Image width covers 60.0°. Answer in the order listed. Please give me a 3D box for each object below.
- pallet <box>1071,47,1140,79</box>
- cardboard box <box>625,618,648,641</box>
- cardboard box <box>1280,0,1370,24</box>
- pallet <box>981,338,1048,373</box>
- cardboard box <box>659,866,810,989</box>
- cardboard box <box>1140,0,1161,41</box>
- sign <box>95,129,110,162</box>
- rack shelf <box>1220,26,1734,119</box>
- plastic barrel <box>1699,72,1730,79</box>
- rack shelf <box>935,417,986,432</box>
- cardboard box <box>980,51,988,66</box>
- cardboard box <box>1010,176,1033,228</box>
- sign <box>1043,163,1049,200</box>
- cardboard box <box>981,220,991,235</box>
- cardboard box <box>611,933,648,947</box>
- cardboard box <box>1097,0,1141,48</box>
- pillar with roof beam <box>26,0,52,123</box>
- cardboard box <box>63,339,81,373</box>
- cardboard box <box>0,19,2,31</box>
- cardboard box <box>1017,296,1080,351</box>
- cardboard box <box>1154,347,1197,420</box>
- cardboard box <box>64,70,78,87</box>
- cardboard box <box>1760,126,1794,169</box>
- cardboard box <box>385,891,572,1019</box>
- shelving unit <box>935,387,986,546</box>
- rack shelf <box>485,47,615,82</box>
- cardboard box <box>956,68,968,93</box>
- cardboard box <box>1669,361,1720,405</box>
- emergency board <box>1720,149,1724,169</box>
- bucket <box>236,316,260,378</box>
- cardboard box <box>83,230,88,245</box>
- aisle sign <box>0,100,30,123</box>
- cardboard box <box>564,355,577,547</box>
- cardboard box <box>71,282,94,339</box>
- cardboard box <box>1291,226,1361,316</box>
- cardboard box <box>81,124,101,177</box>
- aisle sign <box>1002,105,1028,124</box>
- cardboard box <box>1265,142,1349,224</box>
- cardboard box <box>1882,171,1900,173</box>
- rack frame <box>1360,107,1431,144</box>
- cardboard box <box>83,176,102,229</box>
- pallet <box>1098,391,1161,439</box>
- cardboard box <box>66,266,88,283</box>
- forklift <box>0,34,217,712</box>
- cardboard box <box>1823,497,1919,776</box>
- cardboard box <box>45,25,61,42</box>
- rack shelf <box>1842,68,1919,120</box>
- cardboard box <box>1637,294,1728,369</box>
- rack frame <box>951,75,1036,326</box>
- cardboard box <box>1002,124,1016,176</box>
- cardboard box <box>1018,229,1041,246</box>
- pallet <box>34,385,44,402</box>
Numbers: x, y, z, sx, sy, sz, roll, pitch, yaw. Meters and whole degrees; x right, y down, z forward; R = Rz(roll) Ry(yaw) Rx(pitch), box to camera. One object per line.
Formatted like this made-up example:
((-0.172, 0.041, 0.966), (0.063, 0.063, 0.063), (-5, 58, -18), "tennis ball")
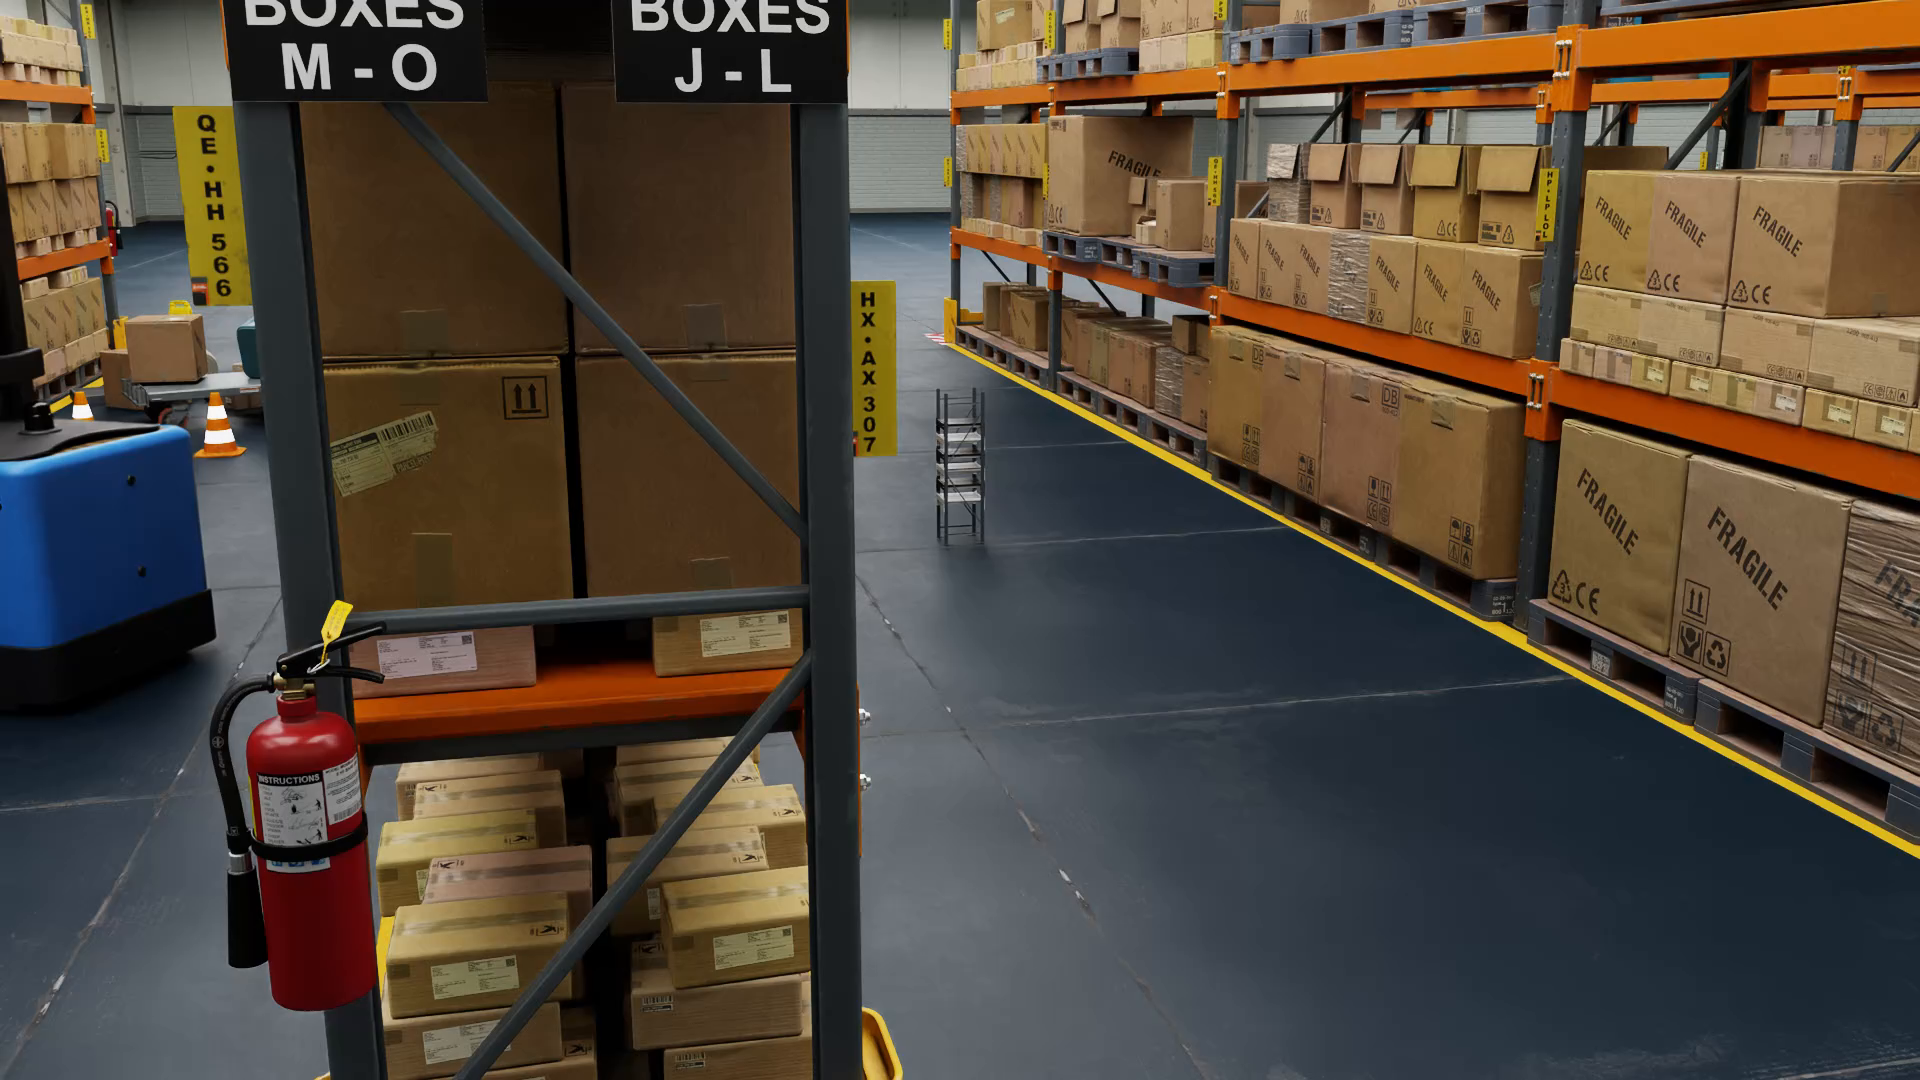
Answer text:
((1.620, -3.864, 13.497), (1.213, 0.211, 1.003), (-3, 14, -13), "pallet")
((-0.552, 0.109, 3.691), (0.380, 0.149, 0.250), (-3, 14, -11), "cardboard box")
((2.485, -3.537, 10.662), (0.797, 0.503, 0.637), (-2, 14, -10), "cardboard box")
((0.850, -1.966, 17.528), (1.003, 0.211, 1.213), (-3, 14, -13), "pallet")
((-0.487, 0.888, 3.839), (0.380, 0.149, 0.250), (-4, 14, -16), "cardboard box")
((1.684, -4.040, 12.558), (0.500, 0.500, 0.500), (-3, 14, -12), "cardboard box")
((-8.696, -3.998, 16.865), (0.100, 0.325, 0.005), (-3, 14, -13), "sign")
((2.742, -2.609, 9.480), (1.077, 0.370, 4.000), (-3, 14, -13), "rack shelf")
((6.785, -4.455, 14.465), (0.600, 0.901, 0.708), (-3, 14, -13), "plastic barrel")
((0.002, -0.665, 9.756), (0.258, 0.077, 0.200), (-3, 14, -13), "rack shelf")
((0.427, -5.070, 17.514), (0.380, 0.149, 0.250), (-3, 14, -13), "cardboard box")
((0.988, -3.413, 16.738), (0.875, 0.500, 0.500), (-3, 14, -13), "cardboard box")
((0.807, -3.274, 15.183), (0.100, 0.325, 0.005), (-3, 14, -13), "sign")
((0.443, -3.375, 17.951), (0.380, 0.149, 0.250), (-3, 14, -13), "cardboard box")
((-0.721, 0.920, 4.338), (0.380, 0.149, 0.250), (-3, 14, -12), "cardboard box")
((1.569, -4.265, 13.643), (0.797, 0.503, 0.637), (-3, 14, -11), "cardboard box")
((-16.228, -11.458, 37.866), (9.100, 9.000, 0.400), (-3, 14, -13), "pillar with roof beam")
((-8.546, -1.712, 15.523), (0.500, 0.250, 0.500), (-4, 14, -15), "cardboard box")
((-8.235, -4.328, 13.851), (0.380, 0.149, 0.250), (-3, 14, -14), "cardboard box")
((0.913, -2.240, 17.158), (0.500, 0.500, 0.500), (-5, 14, -18), "cardboard box")
((1.952, -1.243, 13.033), (0.700, 0.500, 0.500), (-5, 14, -18), "cardboard box")
((-8.794, -4.468, 16.106), (0.380, 0.149, 0.250), (-3, 14, -13), "cardboard box")
((10.262, -4.796, 20.295), (0.700, 0.500, 0.500), (-4, 14, -15), "cardboard box")
((-1.065, 0.920, 3.709), (0.380, 0.149, 0.250), (-3, 14, -13), "cardboard box")
((0.002, -0.435, 9.813), (0.258, 0.900, 0.210), (-3, 14, -13), "shelving unit")
((-2.103, -2.356, 8.444), (1.077, 0.370, 4.000), (-3, 14, -13), "rack shelf")
((0.255, -5.067, 18.341), (0.500, 0.250, 0.500), (-3, 14, -12), "cardboard box")
((3.145, -0.649, 6.792), (0.380, 0.149, 0.250), (-4, 14, -15), "cardboard box")
((13.890, -6.479, 30.128), (0.194, 1.169, 0.643), (-3, 14, -13), "emergency board")
((-5.785, -1.683, 14.191), (0.726, 0.611, 0.620), (2, 24, 6), "bucket")
((-8.737, -2.947, 16.197), (0.380, 0.149, 0.250), (-4, 14, -14), "cardboard box")
((-9.556, -4.516, 16.612), (0.394, 0.787, 0.004), (-3, 14, -13), "aisle sign")
((-1.166, -0.265, 3.855), (0.500, 0.500, 0.500), (-4, 14, -14), "cardboard box")
((-8.672, -2.198, 15.931), (0.500, 0.500, 0.500), (-3, 14, -11), "cardboard box")
((2.369, -1.647, 10.137), (0.500, 0.500, 0.500), (-4, 14, -14), "cardboard box")
((-8.908, -3.829, 16.334), (0.700, 0.500, 0.500), (-4, 14, -15), "cardboard box")
((0.670, -5.102, 19.012), (0.394, 0.787, 0.004), (-3, 14, -13), "aisle sign")
((2.428, -2.329, 10.814), (0.797, 0.503, 0.637), (-3, 14, -11), "cardboard box")
((10.508, -4.029, 18.521), (0.380, 0.149, 0.250), (-3, 14, -13), "cardboard box")
((5.207, -4.084, 20.324), (1.000, 3.000, 0.127), (-3, 14, -13), "rack frame")
((-8.844, -3.339, 16.436), (0.500, 0.500, 0.500), (-4, 14, -14), "cardboard box")
((1.807, -1.069, 13.858), (1.003, 0.211, 1.213), (-3, 14, -13), "pallet")
((-8.647, -2.552, 16.015), (0.380, 0.149, 0.250), (-3, 14, -12), "cardboard box")
((-5.040, -0.886, 7.378), (3.031, 2.935, 1.130), (4, 14, 15), "forklift")
((3.709, 0.358, 5.733), (0.875, 0.875, 0.875), (-3, 14, -13), "cardboard box")
((-8.772, -4.797, 15.771), (0.380, 0.149, 0.250), (-3, 14, -14), "cardboard box")
((7.556, -2.885, 10.610), (1.077, 0.370, 4.000), (-3, 14, -13), "rack shelf")
((3.179, -0.873, 6.871), (0.500, 0.250, 0.500), (-3, 14, -13), "cardboard box")
((0.393, -3.808, 19.194), (1.000, 3.000, 0.127), (-3, 14, -13), "rack frame")
((0.724, -3.883, 16.557), (0.500, 0.500, 0.500), (-3, 14, -13), "cardboard box")
((0.779, -2.967, 16.281), (0.380, 0.149, 0.250), (-3, 14, -13), "cardboard box")
((-8.492, -1.131, 14.113), (1.003, 0.211, 1.213), (-3, 14, -13), "pallet")
